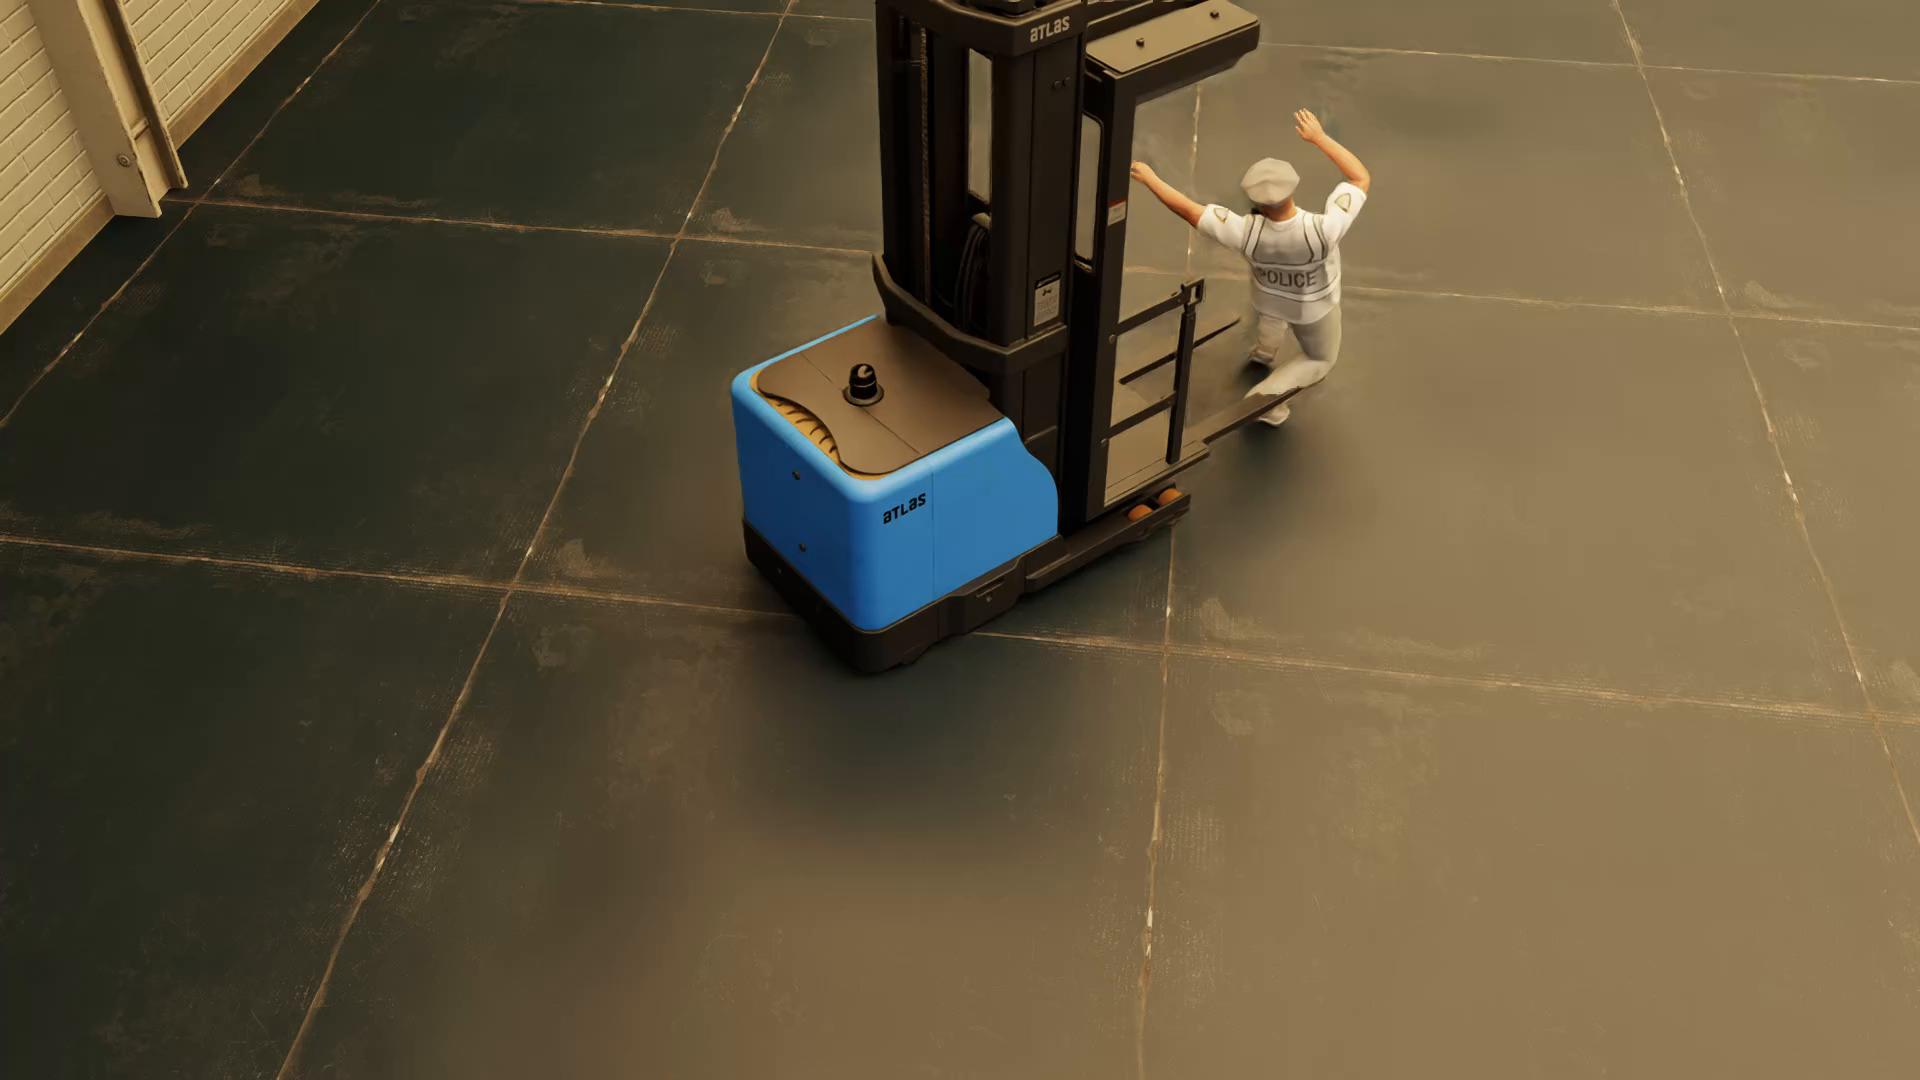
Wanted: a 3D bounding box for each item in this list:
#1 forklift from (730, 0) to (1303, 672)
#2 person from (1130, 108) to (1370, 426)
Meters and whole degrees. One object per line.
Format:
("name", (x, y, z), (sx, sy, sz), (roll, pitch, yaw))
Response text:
("forklift", (0.479, -1.336, 7.179), (3.031, 2.935, 1.130), (-28, 49, -27))
("person", (1.415, -1.418, 8.254), (1.119, 1.615, 0.860), (24, 48, 24))
